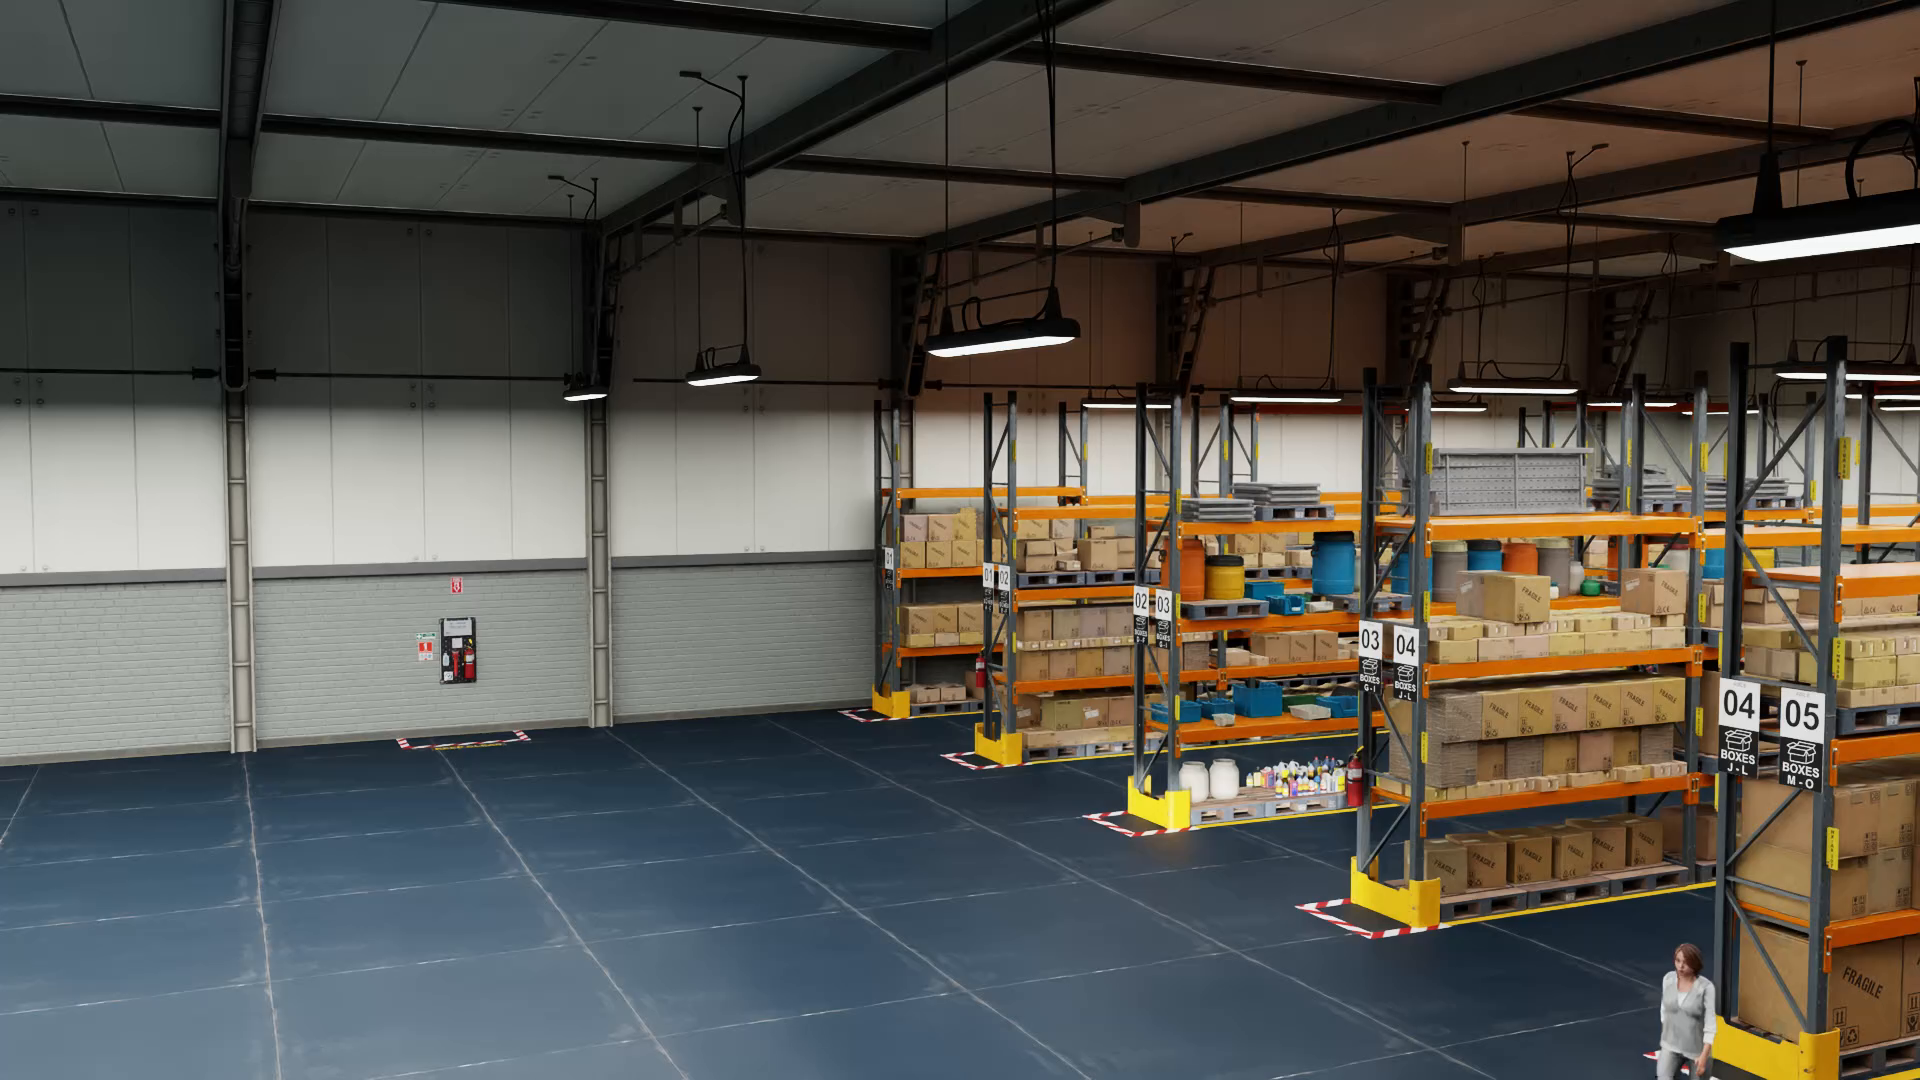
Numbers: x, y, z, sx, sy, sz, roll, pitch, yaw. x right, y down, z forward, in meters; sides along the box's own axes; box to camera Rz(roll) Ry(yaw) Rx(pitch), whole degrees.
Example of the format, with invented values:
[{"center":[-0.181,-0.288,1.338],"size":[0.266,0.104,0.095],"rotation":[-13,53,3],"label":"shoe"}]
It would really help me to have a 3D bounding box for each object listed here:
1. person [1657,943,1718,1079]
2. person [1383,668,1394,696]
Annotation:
[{"center":[5.201,3.672,11.928],"size":[0.430,1.546,0.952],"rotation":[3,4,39],"label":"person"},{"center":[7.591,2.656,28.713],"size":[0.625,1.688,0.697],"rotation":[-1,3,-17],"label":"person"}]
